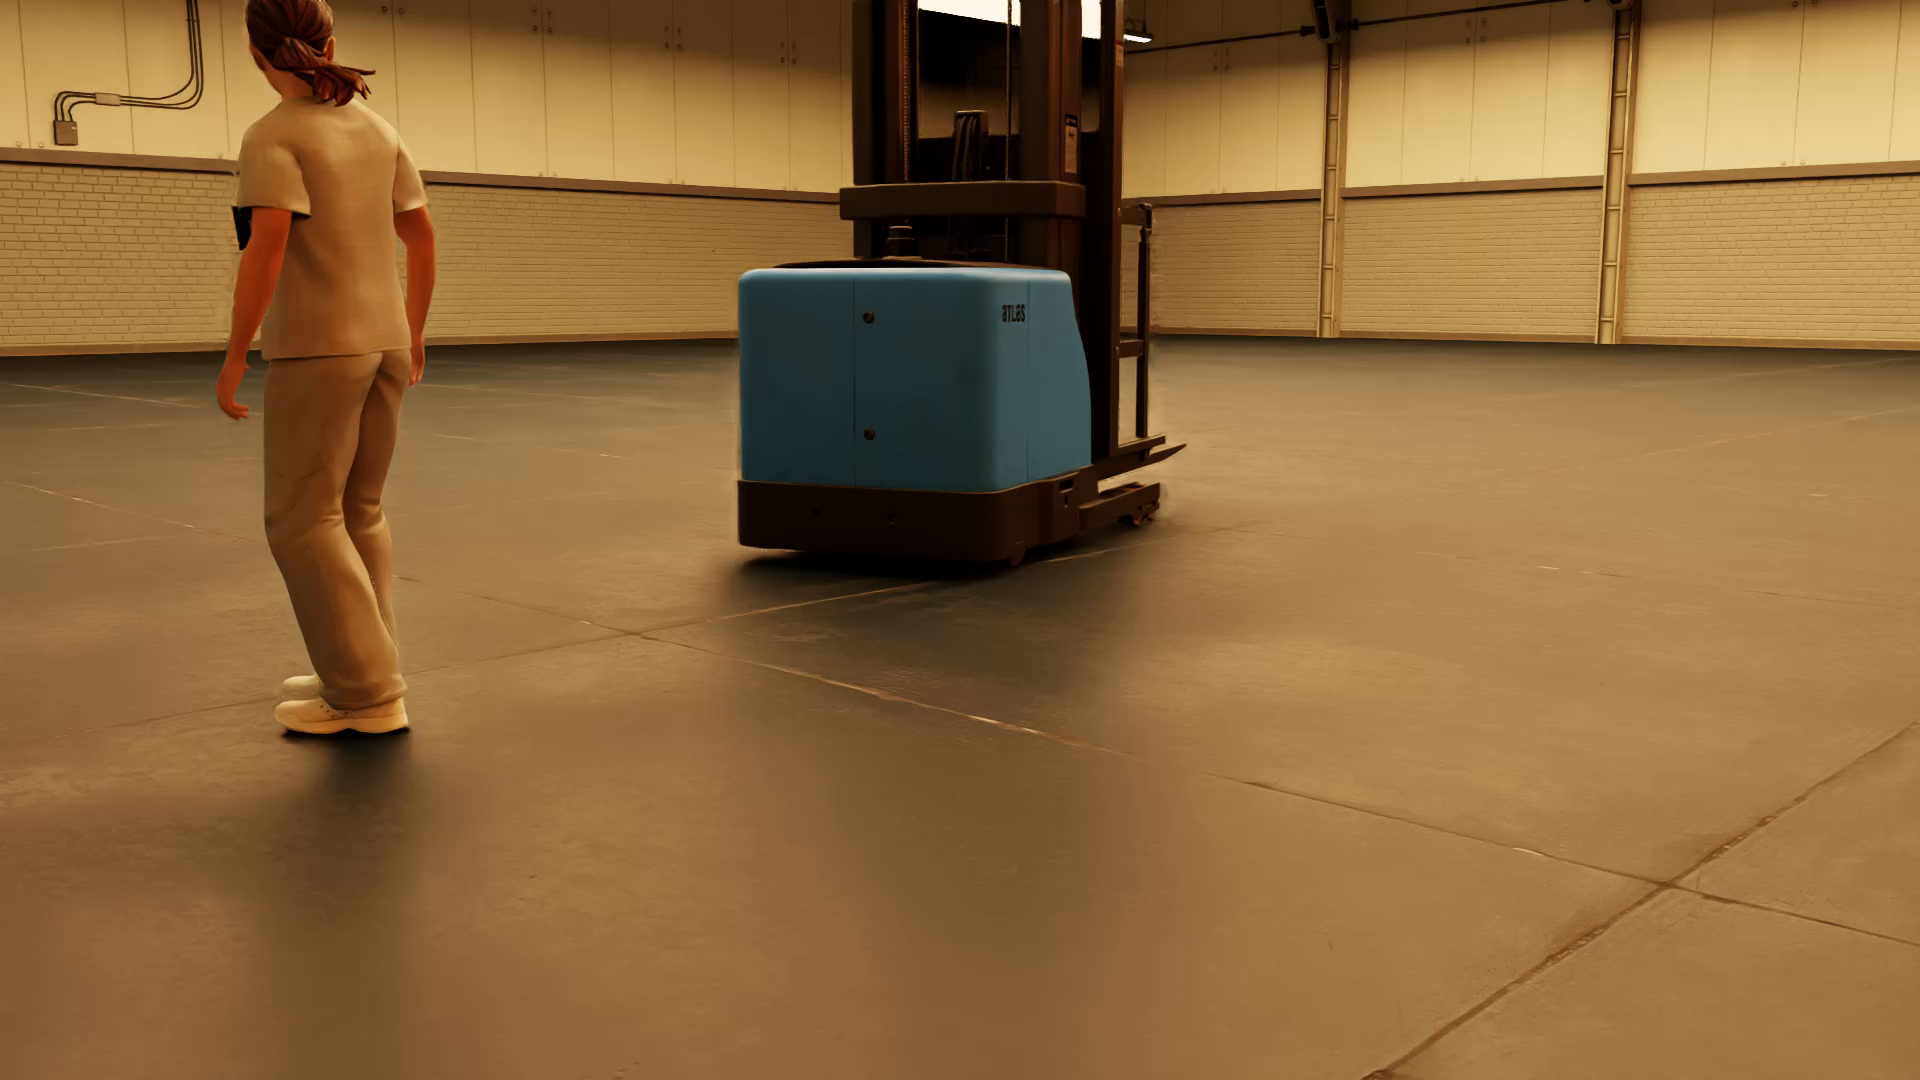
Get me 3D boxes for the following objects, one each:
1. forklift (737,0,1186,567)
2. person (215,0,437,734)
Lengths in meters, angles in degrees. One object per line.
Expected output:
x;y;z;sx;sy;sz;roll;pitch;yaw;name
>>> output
0.235;-1.534;7.062;1.130;2.935;3.031;4;9;23;forklift
-1.473;-0.399;3.780;0.457;1.664;0.621;3;9;17;person
